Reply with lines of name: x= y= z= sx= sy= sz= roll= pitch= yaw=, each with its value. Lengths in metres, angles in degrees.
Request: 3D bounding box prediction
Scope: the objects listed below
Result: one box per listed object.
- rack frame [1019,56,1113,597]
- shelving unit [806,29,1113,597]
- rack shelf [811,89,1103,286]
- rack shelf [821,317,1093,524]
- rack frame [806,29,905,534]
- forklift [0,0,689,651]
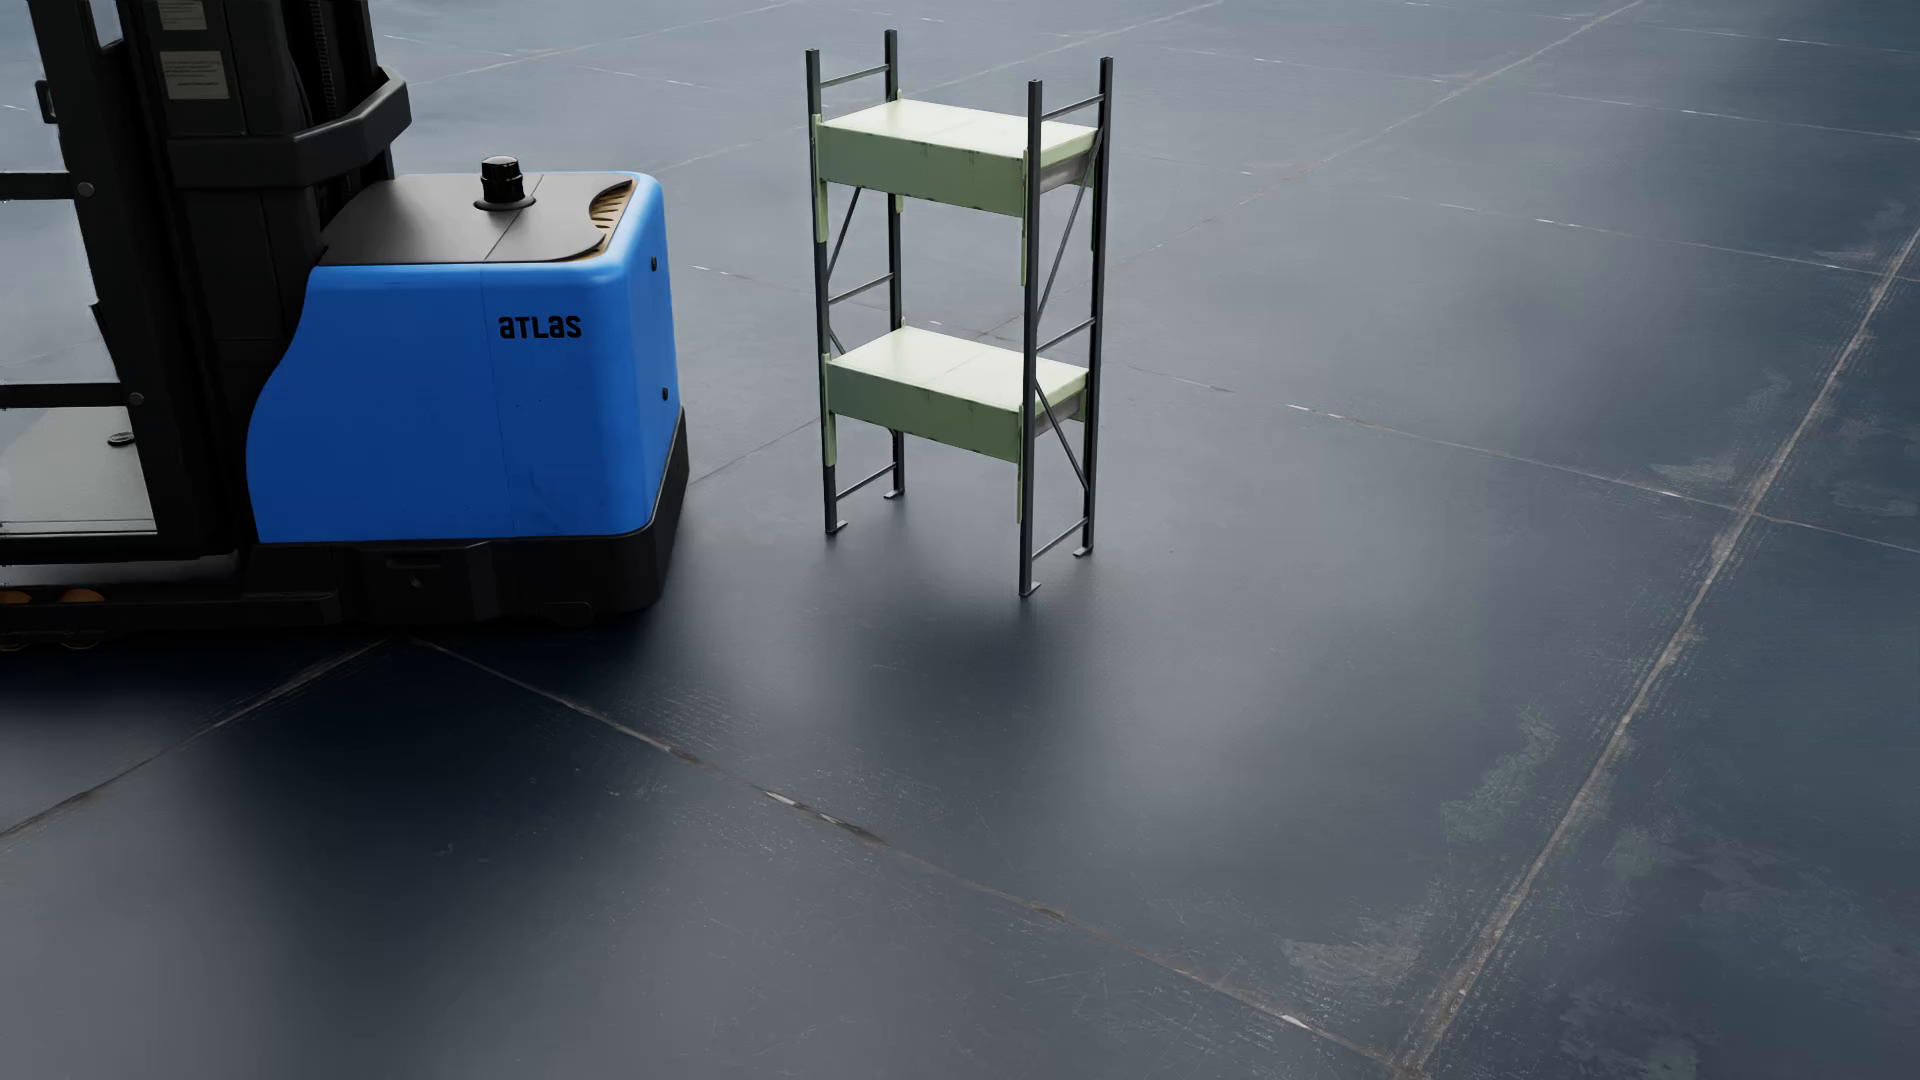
rack frame: x=0.296 y=-0.576 z=4.729 sx=0.023 sy=1.500 sz=0.400 roll=17 pitch=32 yaw=30
shelving unit: x=-0.006 y=-0.670 z=4.913 sx=0.755 sy=1.500 sz=0.431 roll=17 pitch=32 yaw=30
rack shelf: x=-0.006 y=-1.018 z=4.736 sx=0.720 sy=0.370 sz=0.431 roll=17 pitch=32 yaw=30
rack shelf: x=-0.006 y=-0.380 z=5.061 sx=0.720 sy=0.370 sz=0.431 roll=17 pitch=32 yaw=30
rack frame: x=-0.307 y=-0.764 z=5.098 sx=0.023 sy=1.500 sz=0.400 roll=17 pitch=32 yaw=30
forklift: x=-2.393 y=-1.242 z=4.459 sx=3.031 sy=2.935 sz=1.130 roll=-1 pitch=27 yaw=-2
